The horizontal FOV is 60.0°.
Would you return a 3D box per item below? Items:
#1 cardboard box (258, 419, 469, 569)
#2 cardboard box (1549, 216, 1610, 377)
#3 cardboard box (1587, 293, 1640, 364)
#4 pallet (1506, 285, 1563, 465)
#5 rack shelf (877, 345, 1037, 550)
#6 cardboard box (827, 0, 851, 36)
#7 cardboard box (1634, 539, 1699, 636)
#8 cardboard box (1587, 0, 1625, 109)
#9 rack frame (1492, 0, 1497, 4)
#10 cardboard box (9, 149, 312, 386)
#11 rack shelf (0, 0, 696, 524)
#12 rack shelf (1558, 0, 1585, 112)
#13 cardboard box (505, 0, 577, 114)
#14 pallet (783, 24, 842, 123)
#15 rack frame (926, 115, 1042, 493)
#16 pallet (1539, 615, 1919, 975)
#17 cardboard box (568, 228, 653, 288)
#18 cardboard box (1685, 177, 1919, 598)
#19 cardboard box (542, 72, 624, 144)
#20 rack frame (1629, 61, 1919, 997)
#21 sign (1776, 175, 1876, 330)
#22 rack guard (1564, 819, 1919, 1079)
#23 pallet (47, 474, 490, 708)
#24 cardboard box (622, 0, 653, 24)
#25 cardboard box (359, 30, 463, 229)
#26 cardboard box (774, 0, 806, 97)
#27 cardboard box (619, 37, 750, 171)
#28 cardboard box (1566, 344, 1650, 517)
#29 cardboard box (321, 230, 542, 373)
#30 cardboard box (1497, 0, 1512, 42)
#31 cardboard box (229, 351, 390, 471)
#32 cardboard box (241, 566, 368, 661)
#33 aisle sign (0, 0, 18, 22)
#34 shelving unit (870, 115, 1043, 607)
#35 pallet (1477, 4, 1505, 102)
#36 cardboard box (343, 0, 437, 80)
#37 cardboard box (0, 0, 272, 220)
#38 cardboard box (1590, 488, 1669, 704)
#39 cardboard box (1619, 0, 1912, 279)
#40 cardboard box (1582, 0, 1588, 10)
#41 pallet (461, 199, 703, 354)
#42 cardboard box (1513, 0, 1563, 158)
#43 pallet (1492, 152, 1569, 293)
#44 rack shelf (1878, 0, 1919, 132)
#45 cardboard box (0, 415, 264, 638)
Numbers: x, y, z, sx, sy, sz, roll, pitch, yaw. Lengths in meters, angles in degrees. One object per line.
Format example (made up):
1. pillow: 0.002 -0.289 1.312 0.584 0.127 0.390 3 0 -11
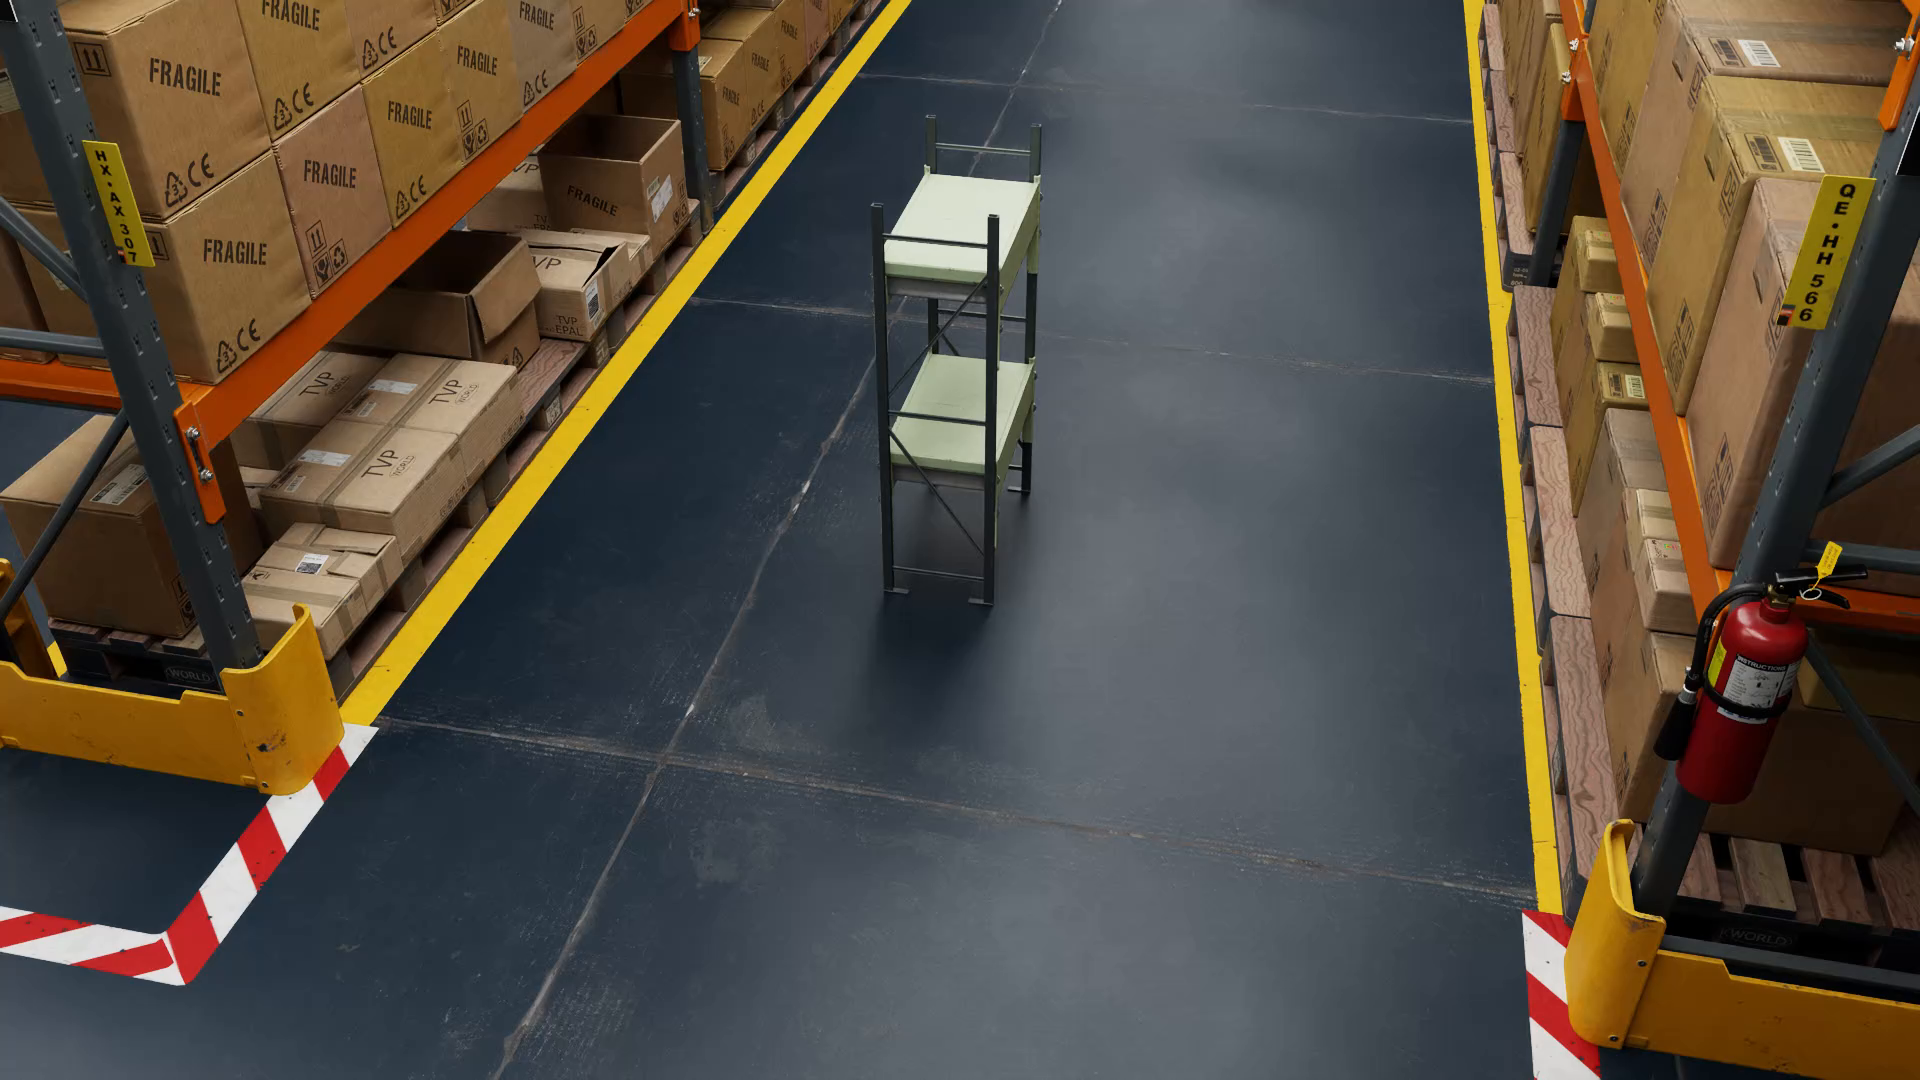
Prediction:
1. cardboard box: -2.103 -0.170 5.896 0.500 0.250 0.500 7 37 10
2. cardboard box: 2.832 -0.958 6.789 0.700 0.500 0.500 8 37 11
3. cardboard box: 2.469 -0.748 5.946 0.380 0.149 0.250 6 36 9
4. pallet: 2.853 -0.661 6.982 1.003 0.211 1.213 7 37 10
5. rack shelf: 0.001 -0.347 6.006 0.431 0.370 0.720 7 37 10
6. cardboard box: -0.975 -3.432 10.185 0.500 0.500 0.500 6 36 8
7. cardboard box: 2.139 0.146 4.712 0.380 0.149 0.250 7 37 9
8. cardboard box: 2.960 -2.029 6.238 0.980 0.700 0.700 8 37 11
9. rack frame: 3.946 -4.510 9.916 1.000 3.000 0.127 7 37 10
10. cardboard box: -2.250 -0.804 4.718 0.500 0.500 0.500 8 37 11
11. rack shelf: -2.176 -1.397 6.235 1.077 0.370 4.000 7 37 10
12. rack shelf: 3.519 -3.072 8.545 1.077 0.370 4.000 7 37 10
13. cardboard box: -1.821 -1.966 6.322 0.500 0.500 0.500 8 37 11
14. pallet: -1.353 -2.879 10.042 1.003 0.211 1.213 7 37 10
15. rack frame: 0.080 -0.821 6.105 0.400 1.500 0.023 7 37 10
16. pallet: 2.332 0.738 5.052 1.003 0.211 1.213 7 37 10
17. cardboard box: -1.614 -1.274 7.507 0.380 0.149 0.250 7 37 10
18. cardboard box: 2.337 -0.338 3.905 0.980 0.700 0.700 9 37 12
19. cardboard box: -1.923 -2.320 8.650 0.500 0.500 0.500 7 37 10
20. rack frame: 2.237 0.077 3.588 1.000 3.000 0.127 7 37 10
21. sign: 1.710 -0.564 3.284 0.100 0.325 0.005 7 37 10
22. rack guard: 2.232 1.103 4.303 1.175 0.500 0.348 7 37 10
23. pallet: -2.417 0.086 5.951 1.003 0.211 1.213 7 37 10
24. cardboard box: -1.604 -2.557 7.137 0.500 0.500 0.500 8 37 11
25. cardboard box: -2.035 -1.388 5.523 0.500 0.500 0.500 7 37 10
26. cardboard box: -1.190 -2.841 9.369 0.500 0.500 0.500 8 37 11
27. cardboard box: -1.407 -2.248 8.551 0.500 0.500 0.500 6 36 8
28. cardboard box: 2.610 -0.377 5.986 0.700 0.500 0.500 8 37 11
29. cardboard box: -2.145 -0.925 6.722 0.797 0.503 0.637 7 37 10
30. cardboard box: 3.661 -3.404 9.865 0.750 0.750 0.750 7 36 9
31. cardboard box: -2.495 -0.490 6.339 0.500 0.250 0.500 7 37 10
32. cardboard box: -2.178 0.237 5.421 0.380 0.149 0.250 7 37 10
33. aisle sign: -2.330 -1.519 3.574 0.394 0.787 0.004 7 37 10
34. shelving unit: 0.001 -0.611 5.815 0.431 1.500 0.755 7 37 10
35. pallet: 3.704 -2.938 10.124 1.003 0.211 1.213 7 37 10
36. cardboard box: -2.034 -1.796 5.234 0.500 0.500 0.500 8 37 11
37. cardboard box: -2.250 -1.209 4.424 0.500 0.500 0.500 8 37 11
38. cardboard box: 2.396 0.218 5.165 0.700 0.500 0.500 7 37 10
39. cardboard box: 2.653 -1.193 5.084 0.980 0.700 0.700 6 36 8
40. cardboard box: 2.887 -2.352 7.136 0.380 0.149 0.250 8 37 10
41. pallet: -1.896 -1.312 7.881 1.003 0.211 1.213 7 37 10
42. cardboard box: 3.291 -2.415 8.500 0.750 0.750 0.750 8 37 11
43. pallet: 3.183 -1.539 8.194 1.003 0.211 1.213 7 37 10
44. rack shelf: 2.665 -1.993 4.501 1.077 0.370 4.000 7 37 10
45. cardboard box: -2.727 -0.051 5.519 0.500 0.500 0.500 7 37 10
